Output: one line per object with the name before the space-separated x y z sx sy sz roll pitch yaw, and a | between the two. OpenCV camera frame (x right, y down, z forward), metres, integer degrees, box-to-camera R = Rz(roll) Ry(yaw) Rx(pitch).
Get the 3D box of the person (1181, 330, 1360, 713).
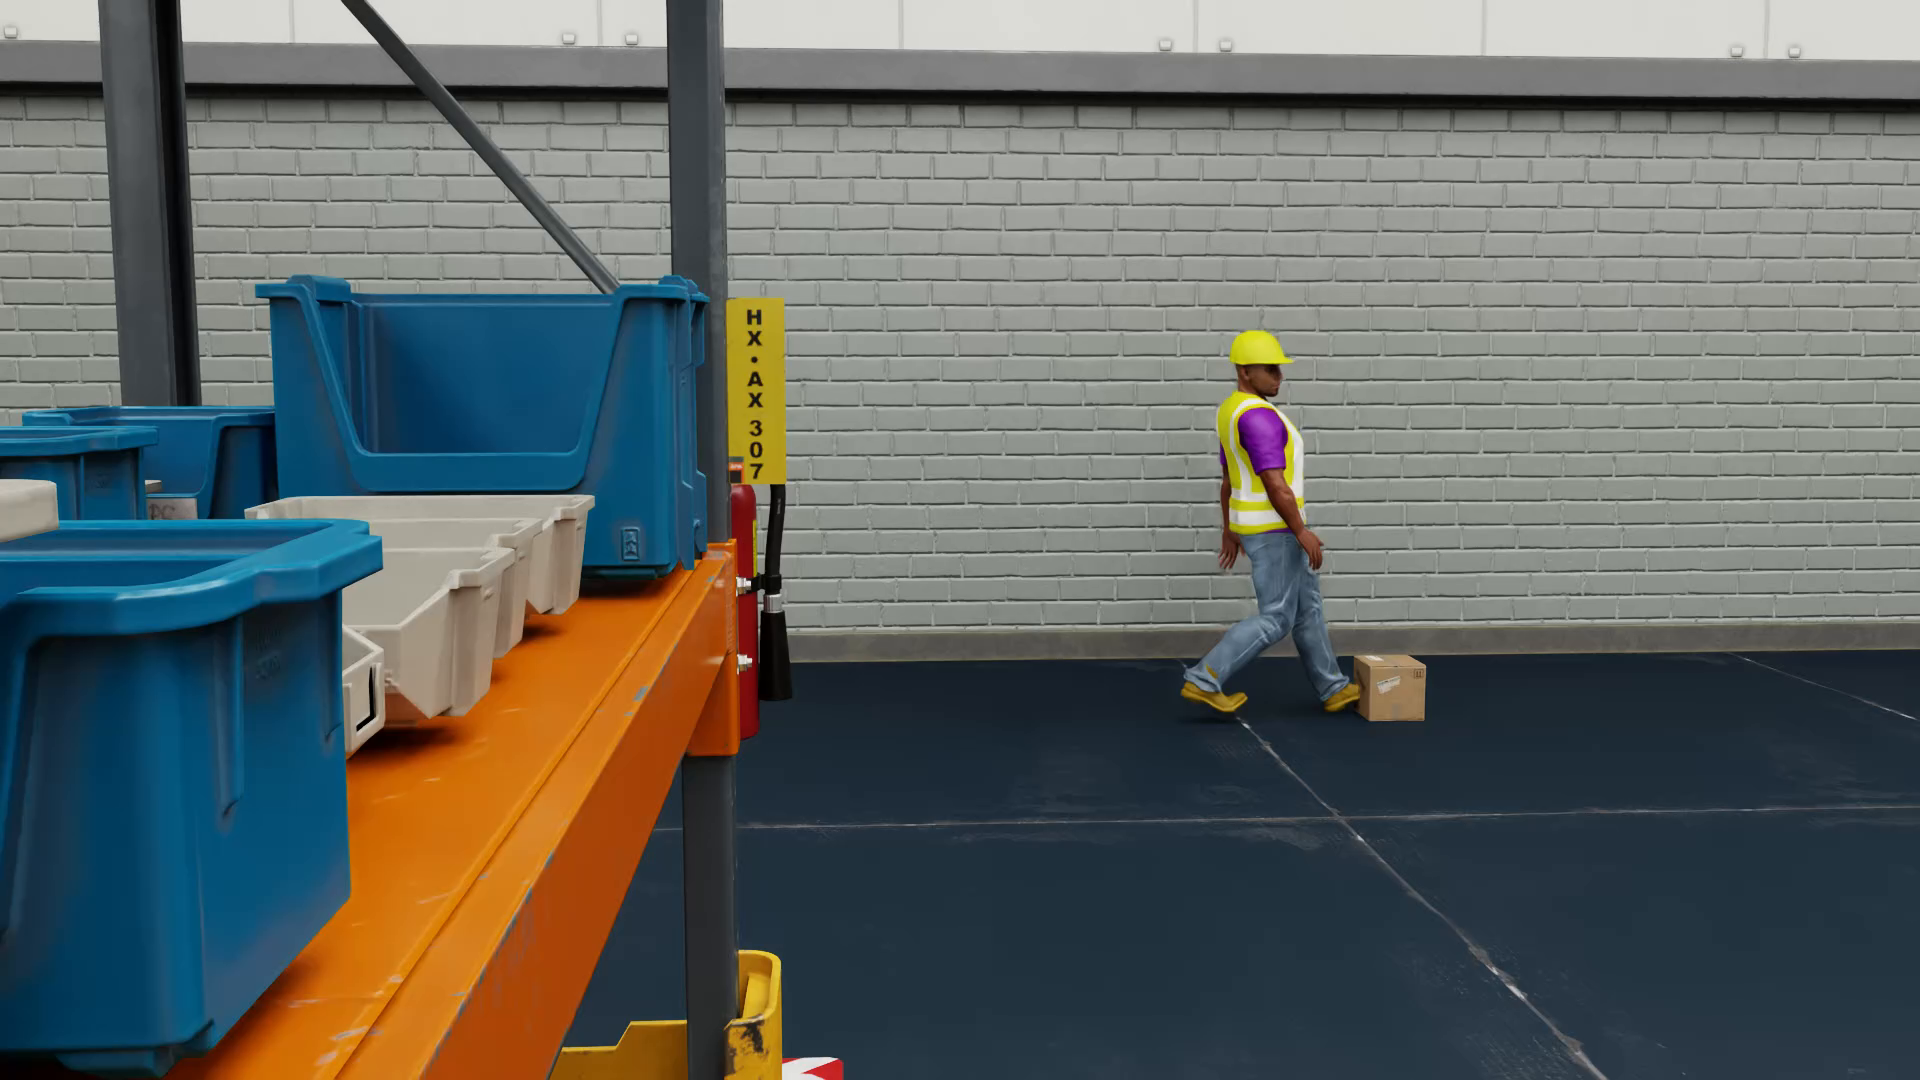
person | 1.451 -0.058 7.313 0.969 1.716 0.596 0 7 -1
